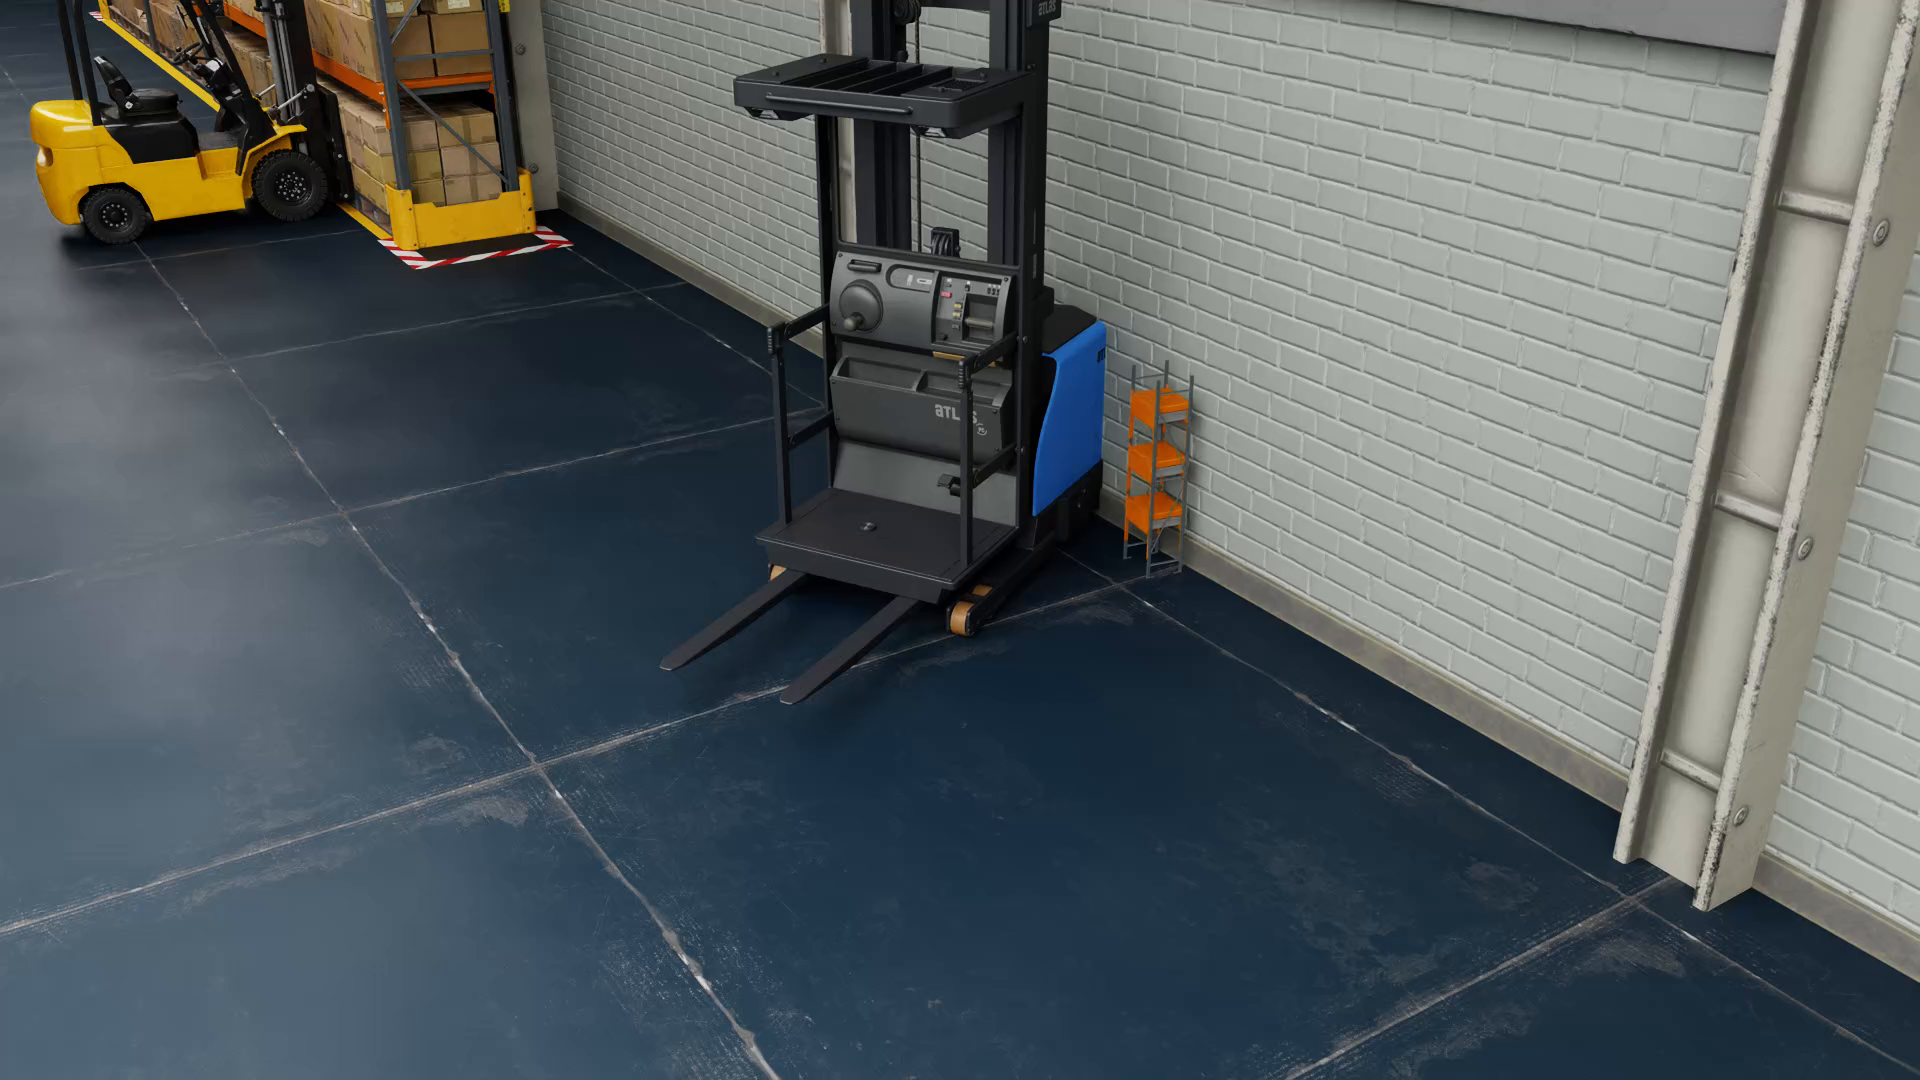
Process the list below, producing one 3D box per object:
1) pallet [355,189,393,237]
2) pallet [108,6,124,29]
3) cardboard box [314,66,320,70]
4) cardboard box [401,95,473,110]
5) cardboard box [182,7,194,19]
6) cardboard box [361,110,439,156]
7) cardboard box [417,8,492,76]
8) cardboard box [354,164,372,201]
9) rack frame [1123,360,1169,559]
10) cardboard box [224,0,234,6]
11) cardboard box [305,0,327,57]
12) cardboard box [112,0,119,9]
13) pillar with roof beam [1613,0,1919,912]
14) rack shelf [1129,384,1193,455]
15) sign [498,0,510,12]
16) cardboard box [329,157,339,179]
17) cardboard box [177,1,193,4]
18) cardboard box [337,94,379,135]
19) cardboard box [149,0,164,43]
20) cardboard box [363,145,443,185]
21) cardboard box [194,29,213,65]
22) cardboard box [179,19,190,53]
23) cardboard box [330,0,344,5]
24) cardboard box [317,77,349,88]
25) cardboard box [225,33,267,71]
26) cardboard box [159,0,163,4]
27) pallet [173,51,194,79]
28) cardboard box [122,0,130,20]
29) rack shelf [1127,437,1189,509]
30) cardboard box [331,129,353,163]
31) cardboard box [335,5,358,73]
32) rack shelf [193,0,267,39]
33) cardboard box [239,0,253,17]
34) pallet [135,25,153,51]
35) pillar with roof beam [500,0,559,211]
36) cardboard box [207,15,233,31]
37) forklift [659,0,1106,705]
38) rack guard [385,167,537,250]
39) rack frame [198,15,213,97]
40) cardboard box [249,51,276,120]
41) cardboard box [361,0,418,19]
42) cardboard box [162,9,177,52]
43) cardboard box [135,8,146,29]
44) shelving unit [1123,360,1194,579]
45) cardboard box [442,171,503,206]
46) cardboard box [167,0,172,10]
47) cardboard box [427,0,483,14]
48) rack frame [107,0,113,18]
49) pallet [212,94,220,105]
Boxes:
[{"bbox_3d":[-4.698,-2.970,14.794,1.003,0.211,1.213,-16,29,-30],"label":"pallet"},{"bbox_3d":[-12.502,-8.117,25.697,1.003,0.211,1.213,-16,29,-30],"label":"pallet"},{"bbox_3d":[-6.428,-4.551,16.433,0.500,0.250,0.500,-16,30,-30],"label":"cardboard box"},{"bbox_3d":[-4.625,-3.760,14.759,0.500,0.250,0.500,-15,29,-29],"label":"cardboard box"},{"bbox_3d":[-9.619,-6.688,21.080,0.380,0.149,0.250,-16,30,-30],"label":"cardboard box"},{"bbox_3d":[-4.758,-3.458,14.119,0.500,0.250,0.500,-14,29,-28],"label":"cardboard box"},{"bbox_3d":[-4.283,-4.254,14.131,0.500,0.500,0.500,-14,29,-28],"label":"cardboard box"},{"bbox_3d":[-5.030,-3.188,14.719,0.500,0.250,0.500,-16,29,-30],"label":"cardboard box"},{"bbox_3d":[0.932,-0.393,8.352,0.200,1.050,0.008,-10,27,-21],"label":"rack frame"},{"bbox_3d":[-7.736,-5.996,18.113,0.500,0.250,0.500,-14,29,-28],"label":"cardboard box"},{"bbox_3d":[-5.573,-4.676,15.023,0.500,0.500,0.500,-15,29,-29],"label":"cardboard box"},{"bbox_3d":[-12.725,-8.510,25.696,0.797,0.503,0.637,-17,30,-32],"label":"cardboard box"},{"bbox_3d":[-0.926,-1.844,2.115,9.100,9.000,0.400,-16,29,-30],"label":"pillar with roof beam"},{"bbox_3d":[0.979,-0.592,8.134,0.215,0.259,0.240,-10,27,-21],"label":"rack shelf"},{"bbox_3d":[-3.777,-4.522,13.708,0.100,0.325,0.005,-16,29,-30],"label":"sign"},{"bbox_3d":[-5.598,-3.550,15.485,0.500,0.250,0.500,-15,29,-28],"label":"cardboard box"},{"bbox_3d":[-9.886,-6.880,21.486,0.380,0.149,0.250,-15,29,-29],"label":"cardboard box"},{"bbox_3d":[-5.325,-3.817,14.880,0.500,0.250,0.500,-15,29,-29],"label":"cardboard box"},{"bbox_3d":[-10.721,-7.093,22.699,0.500,0.500,0.500,-14,29,-27],"label":"cardboard box"},{"bbox_3d":[-4.773,-3.241,14.245,0.500,0.250,0.500,-16,30,-30],"label":"cardboard box"},{"bbox_3d":[-9.023,-5.989,20.360,0.500,0.500,0.500,-15,29,-28],"label":"cardboard box"},{"bbox_3d":[-9.576,-6.357,21.139,0.500,0.500,0.500,-14,29,-27],"label":"cardboard box"},{"bbox_3d":[-5.235,-4.732,14.383,0.380,0.149,0.250,-17,30,-31],"label":"cardboard box"},{"bbox_3d":[-5.876,-4.190,15.670,0.500,0.250,0.500,-14,29,-28],"label":"cardboard box"},{"bbox_3d":[-7.920,-5.487,19.148,0.875,0.625,0.625,-14,29,-28],"label":"cardboard box"},{"bbox_3d":[-10.607,-7.341,22.463,0.380,0.149,0.250,-16,30,-31],"label":"cardboard box"},{"bbox_3d":[-9.650,-6.279,21.805,1.003,0.211,1.213,-16,29,-30],"label":"pallet"},{"bbox_3d":[-12.086,-7.982,24.580,0.500,0.500,0.500,-15,29,-29],"label":"cardboard box"},{"bbox_3d":[0.979,-0.335,8.255,0.215,0.259,0.240,-10,27,-21],"label":"rack shelf"},{"bbox_3d":[-5.337,-3.603,15.011,0.500,0.250,0.500,-16,30,-31],"label":"cardboard box"},{"bbox_3d":[-5.009,-4.315,14.260,0.500,0.500,0.500,-15,29,-28],"label":"cardboard box"},{"bbox_3d":[-7.521,-5.788,18.340,1.077,0.370,4.000,-16,29,-30],"label":"rack shelf"},{"bbox_3d":[-7.202,-5.628,17.334,0.500,0.250,0.500,-16,29,-30],"label":"cardboard box"},{"bbox_3d":[-11.170,-7.244,23.848,1.003,0.211,1.213,-16,29,-30],"label":"pallet"},{"bbox_3d":[-7.477,-6.136,11.207,9.100,9.000,0.400,-16,29,-30],"label":"pillar with roof beam"},{"bbox_3d":[-9.094,-6.299,20.256,0.380,0.149,0.250,-17,30,-32],"label":"cardboard box"},{"bbox_3d":[-0.288,-1.090,7.625,1.130,2.935,3.031,13,28,25],"label":"forklift"},{"bbox_3d":[-4.232,-2.828,14.156,1.175,0.500,0.348,-16,29,-30],"label":"rack guard"},{"bbox_3d":[-8.612,-6.829,19.702,1.000,3.000,0.127,-16,29,-30],"label":"rack frame"},{"bbox_3d":[-7.140,-4.977,18.070,0.875,0.625,0.625,-16,30,-30],"label":"cardboard box"},{"bbox_3d":[-4.669,-4.365,13.605,0.380,0.149,0.250,-15,29,-29],"label":"cardboard box"},{"bbox_3d":[-10.153,-6.726,21.920,0.500,0.500,0.500,-17,30,-31],"label":"cardboard box"},{"bbox_3d":[-11.541,-7.471,23.774,0.396,0.266,0.258,-14,29,-28],"label":"cardboard box"},{"bbox_3d":[0.979,-0.345,8.251,0.215,1.050,0.252,-10,27,-21],"label":"shelving unit"},{"bbox_3d":[-4.350,-3.135,14.606,0.500,0.250,0.500,-15,29,-29],"label":"cardboard box"},{"bbox_3d":[-10.191,-7.059,21.865,0.380,0.149,0.250,-16,29,-30],"label":"cardboard box"},{"bbox_3d":[-4.213,-4.488,13.865,0.380,0.149,0.250,-16,30,-31],"label":"cardboard box"},{"bbox_3d":[-12.980,-9.690,25.763,1.000,3.000,0.127,-16,29,-30],"label":"rack frame"},{"bbox_3d":[-8.196,-5.264,19.654,1.003,0.211,1.213,-16,29,-30],"label":"pallet"}]
